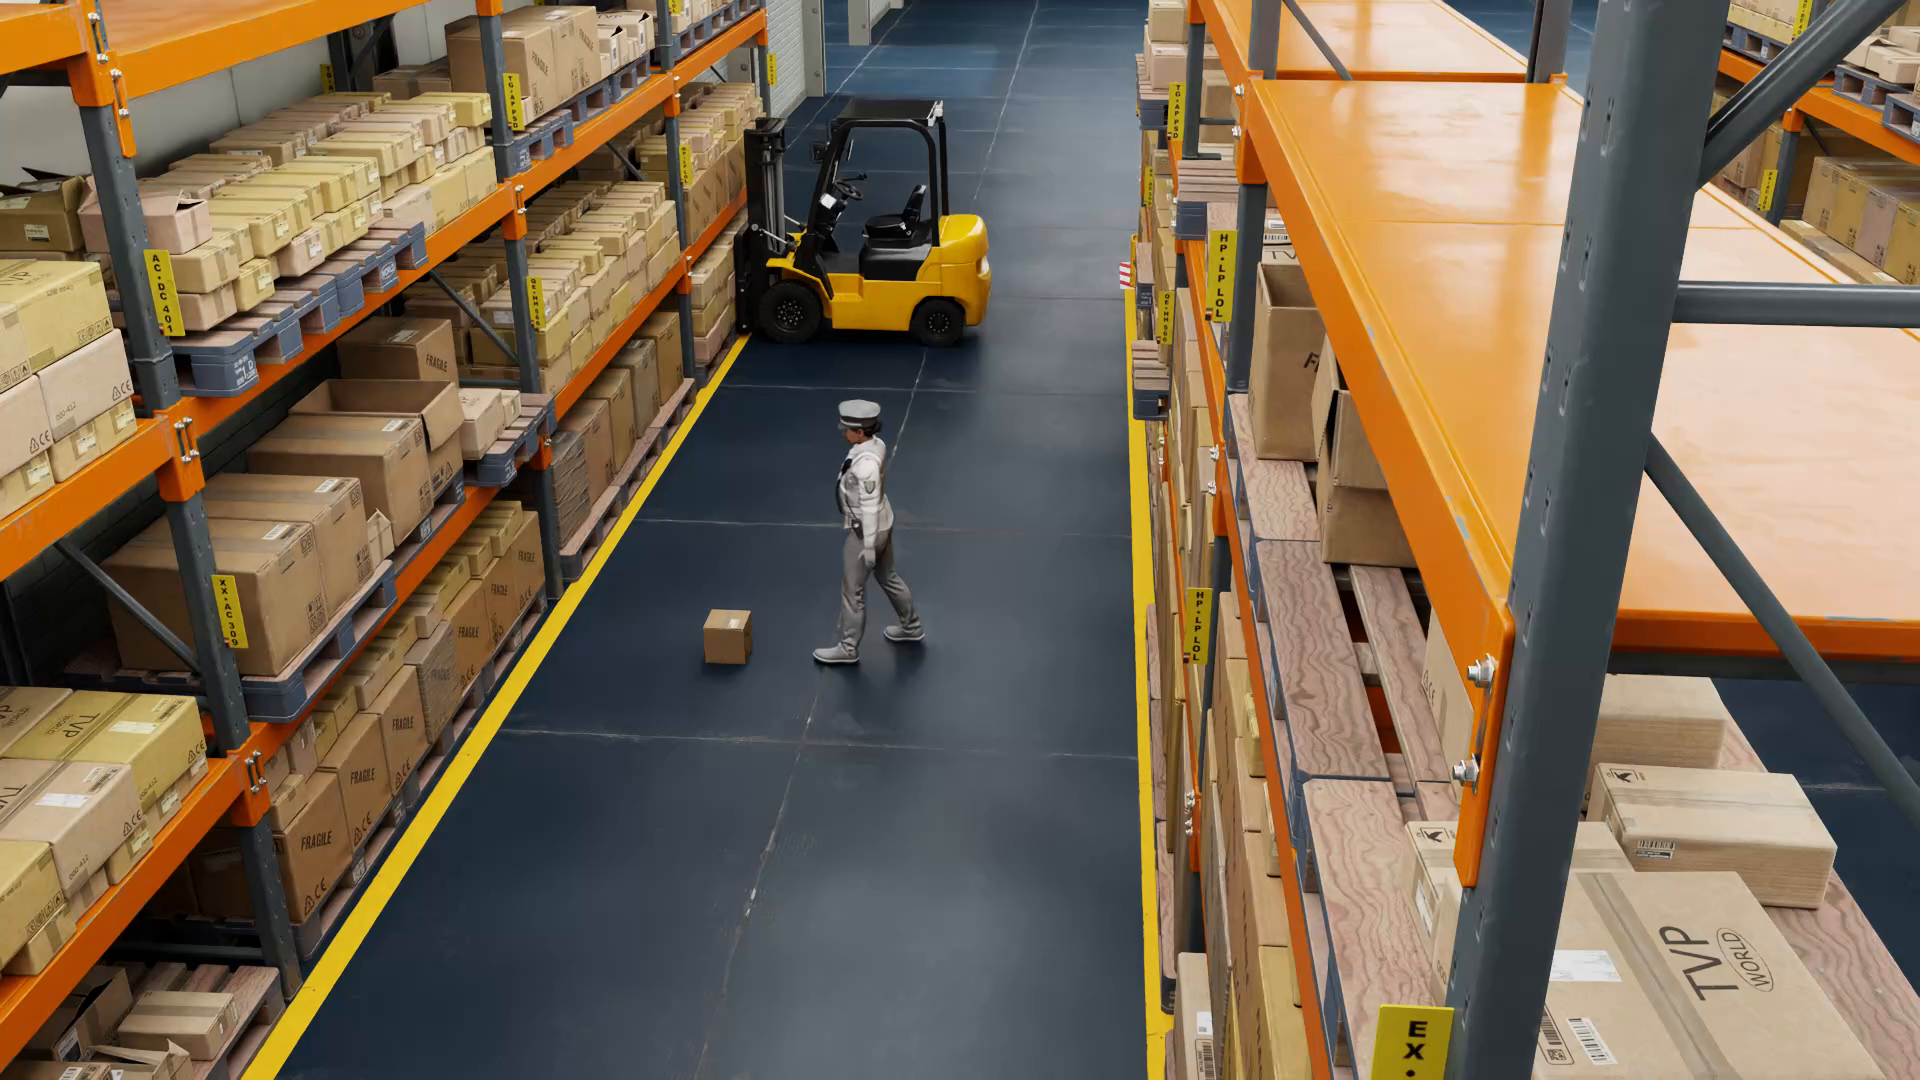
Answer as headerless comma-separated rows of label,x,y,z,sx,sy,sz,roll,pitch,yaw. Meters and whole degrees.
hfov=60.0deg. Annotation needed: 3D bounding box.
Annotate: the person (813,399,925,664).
person,-0.566,-0.053,10.086,0.668,1.653,0.505,2,25,5
